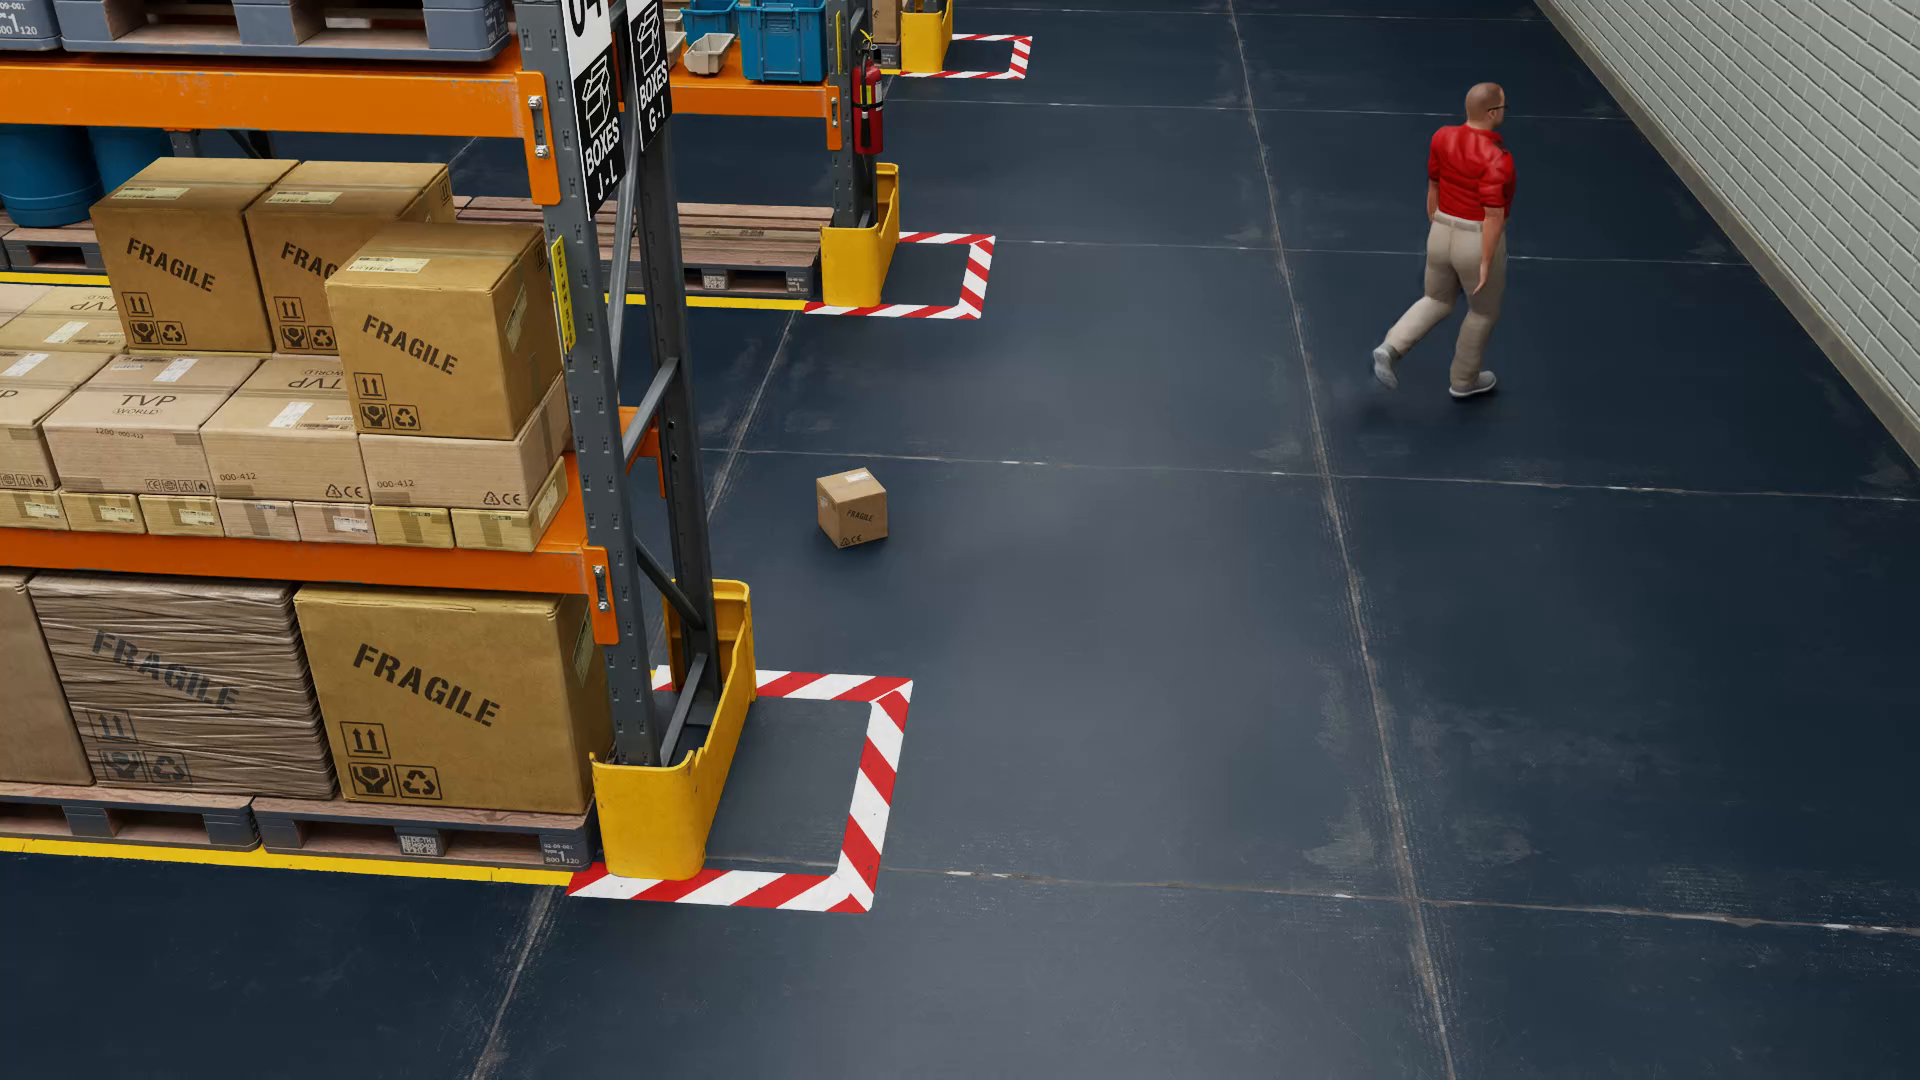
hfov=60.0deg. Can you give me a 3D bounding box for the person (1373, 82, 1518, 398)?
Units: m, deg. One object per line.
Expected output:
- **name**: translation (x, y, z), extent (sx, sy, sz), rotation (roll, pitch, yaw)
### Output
- **person**: translation (2.570, -1.514, 8.566), extent (0.757, 1.701, 0.529), rotation (-21, 38, -30)
